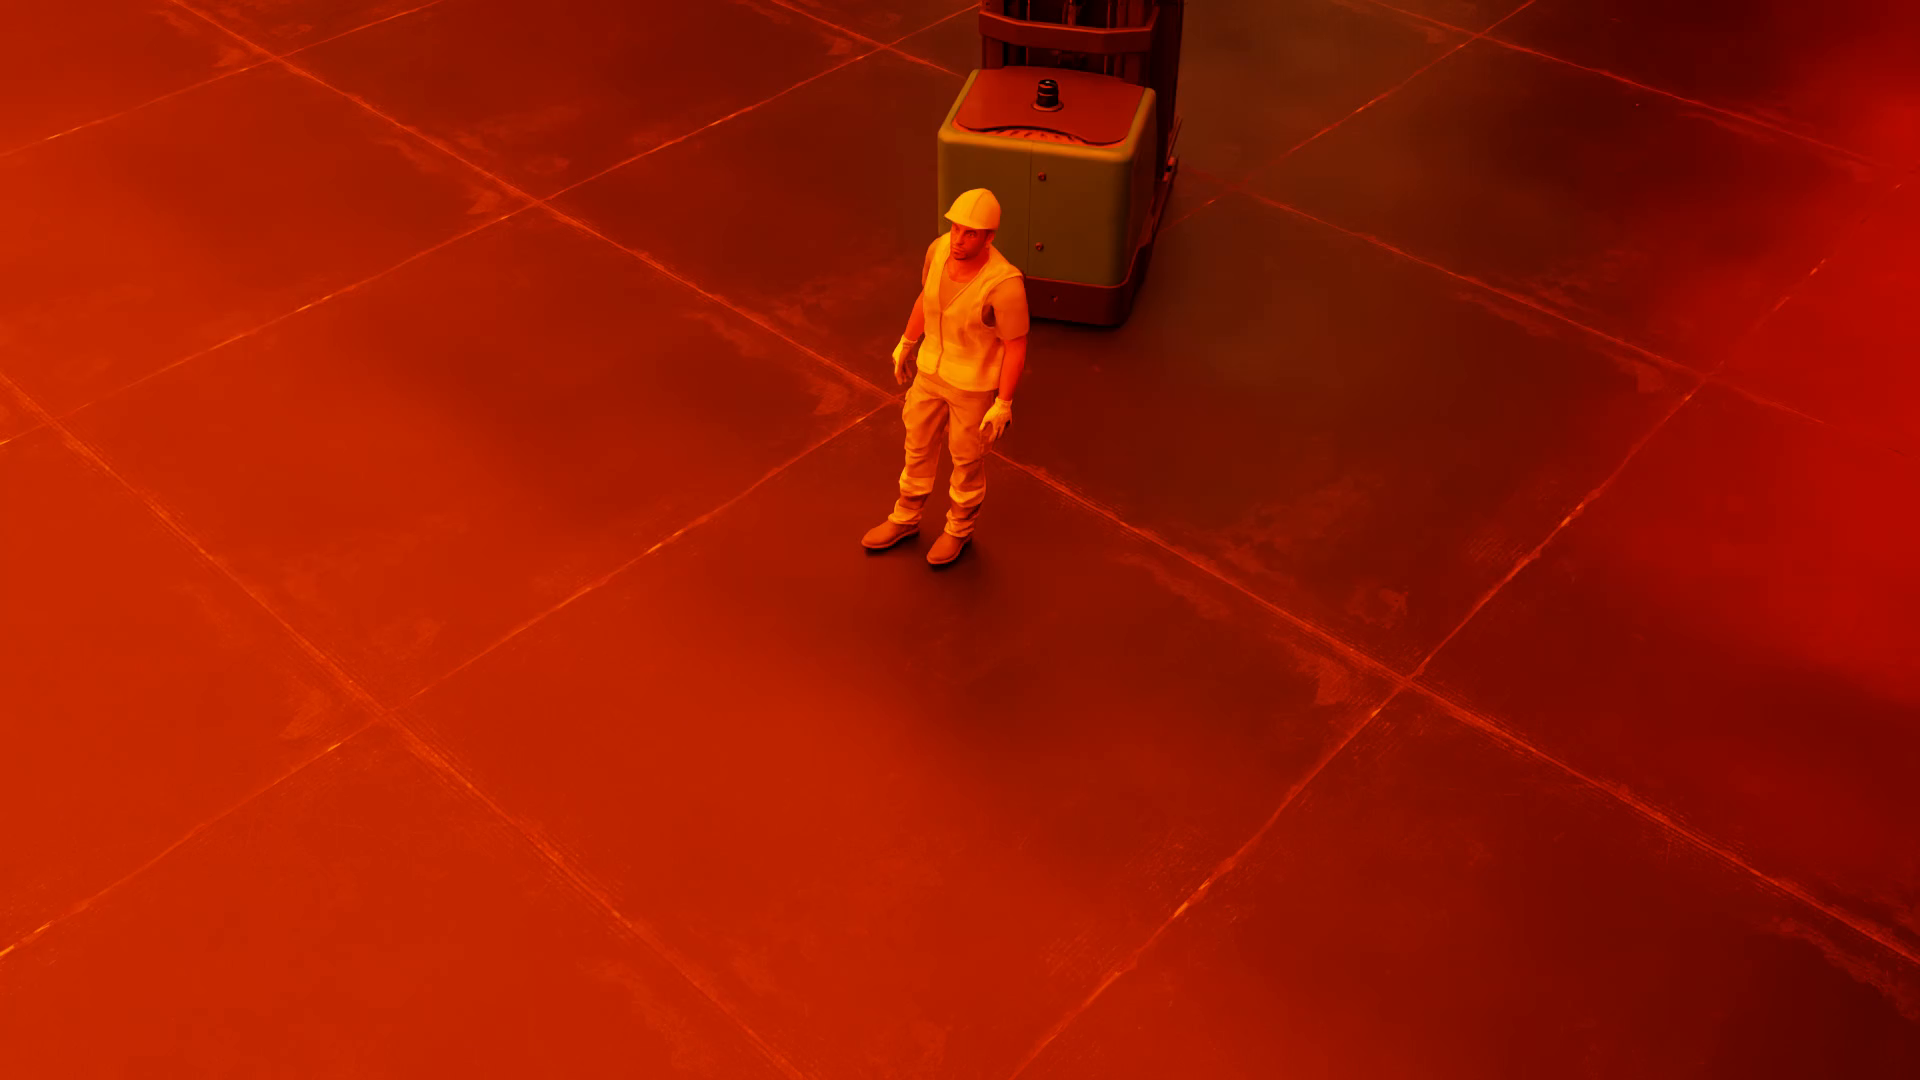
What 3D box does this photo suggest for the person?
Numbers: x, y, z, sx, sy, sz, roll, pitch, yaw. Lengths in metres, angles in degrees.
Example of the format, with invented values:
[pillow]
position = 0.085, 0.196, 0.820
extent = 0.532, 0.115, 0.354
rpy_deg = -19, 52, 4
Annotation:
[person]
position = -0.063, -0.652, 7.054
extent = 0.637, 1.787, 0.564
rpy_deg = 31, 49, 31

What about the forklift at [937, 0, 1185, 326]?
[forklift]
position = 0.721, -3.228, 9.191
extent = 1.130, 2.935, 3.031
rpy_deg = 9, 41, 11
